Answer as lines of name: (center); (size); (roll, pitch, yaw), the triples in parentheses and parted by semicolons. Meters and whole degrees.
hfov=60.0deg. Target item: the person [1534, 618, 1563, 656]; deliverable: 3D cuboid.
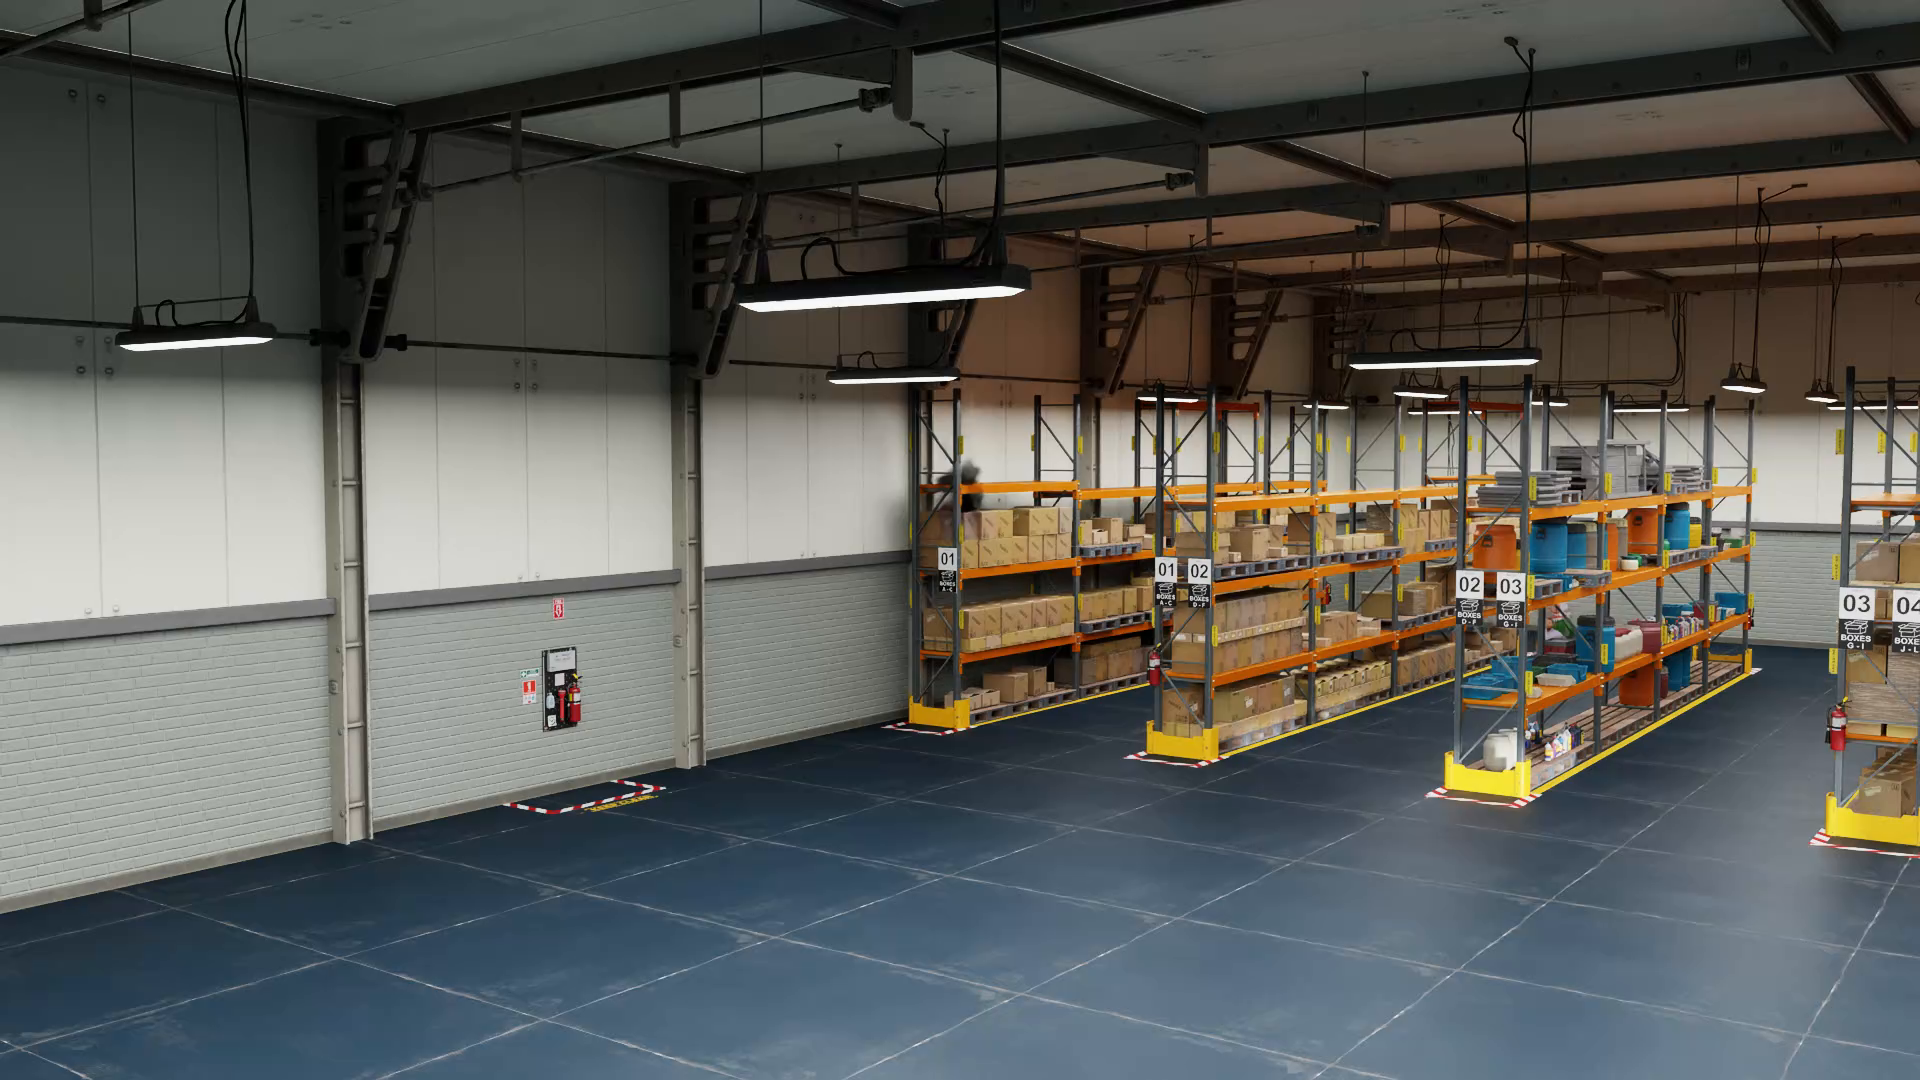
person: (11.622, 2.332, 32.859); (0.608, 1.595, 0.559); (3, 4, 39)

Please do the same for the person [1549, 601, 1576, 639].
person: (14.291, 1.867, 39.440); (0.692, 1.714, 0.657); (-1, 3, -20)
